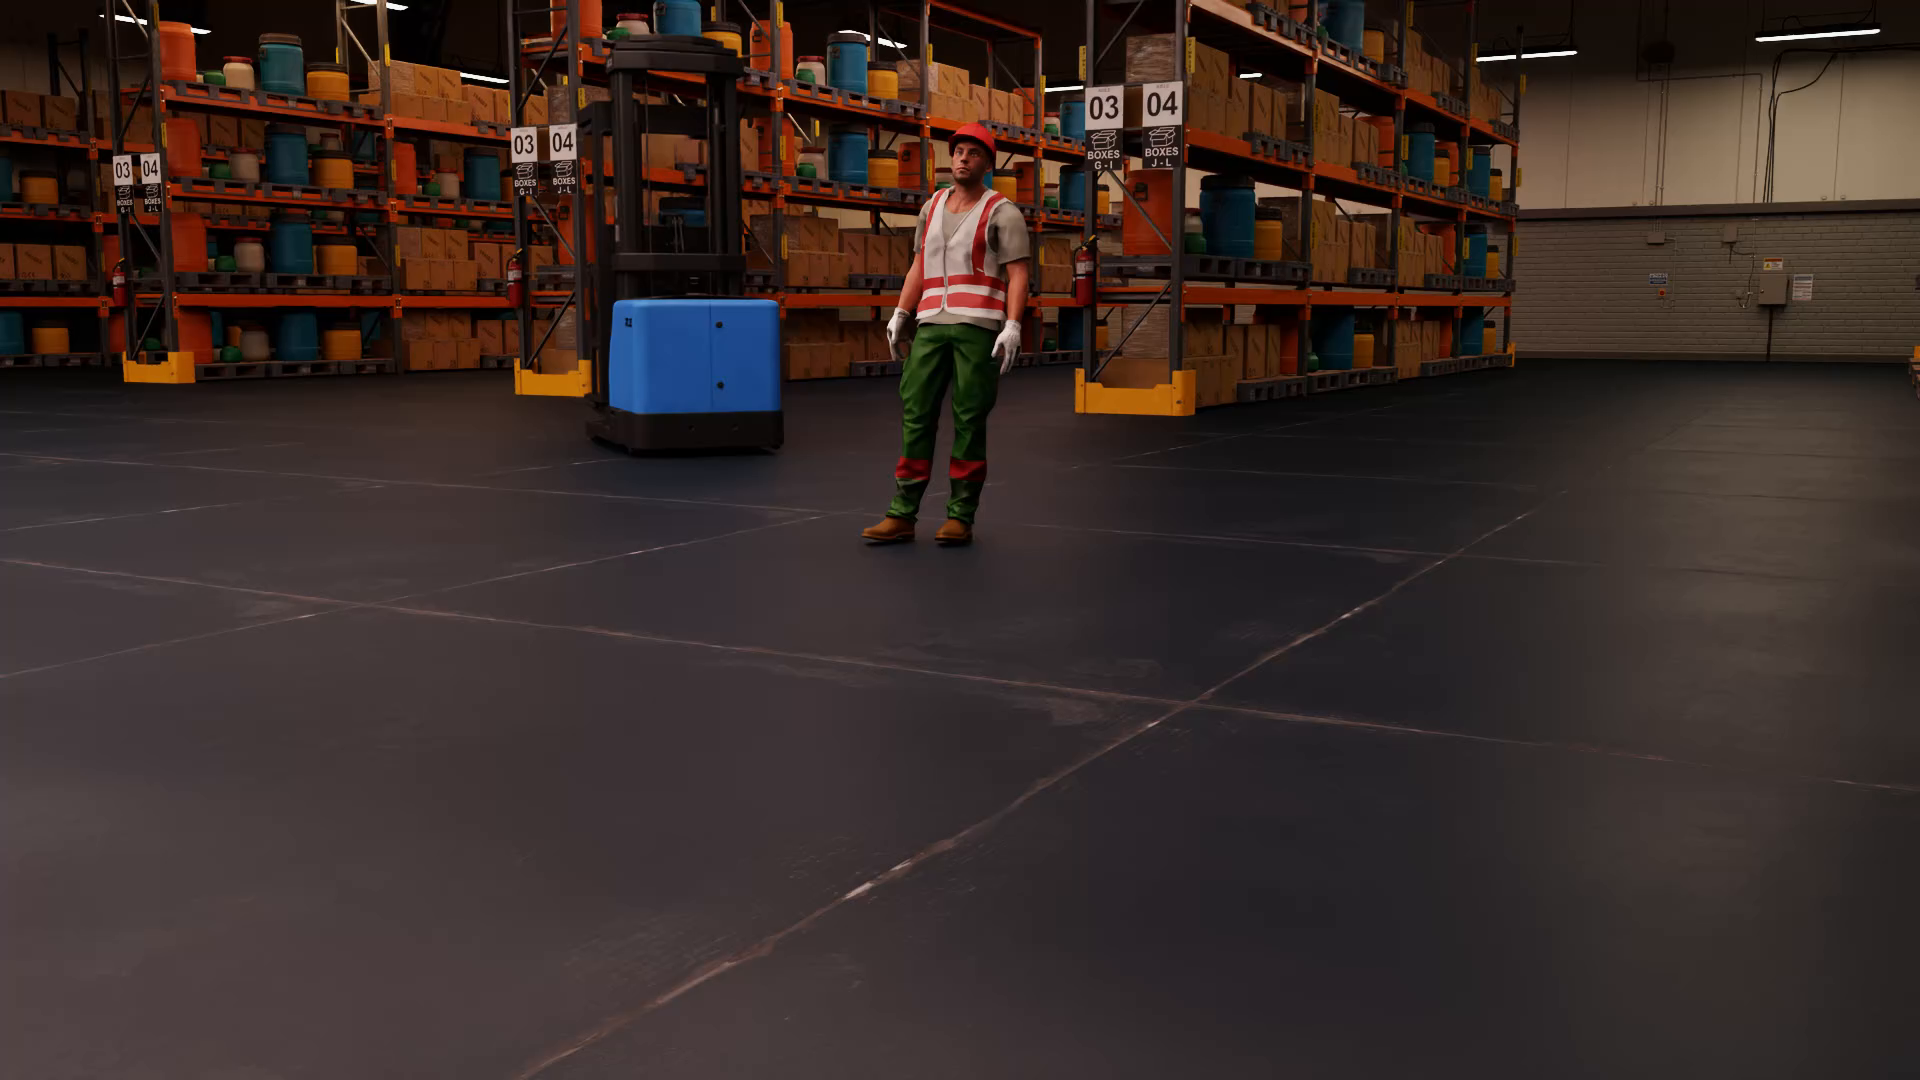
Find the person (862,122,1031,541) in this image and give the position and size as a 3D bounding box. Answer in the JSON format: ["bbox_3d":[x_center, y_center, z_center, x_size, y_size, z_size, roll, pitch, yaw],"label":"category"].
[{"bbox_3d":[-0.050,-0.885,7.127,0.637,1.787,0.564,4,9,29],"label":"person"}]

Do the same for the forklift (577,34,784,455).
[{"bbox_3d":[-2.251,-2.206,12.573,1.130,2.935,3.031,-3,8,-22],"label":"forklift"}]
